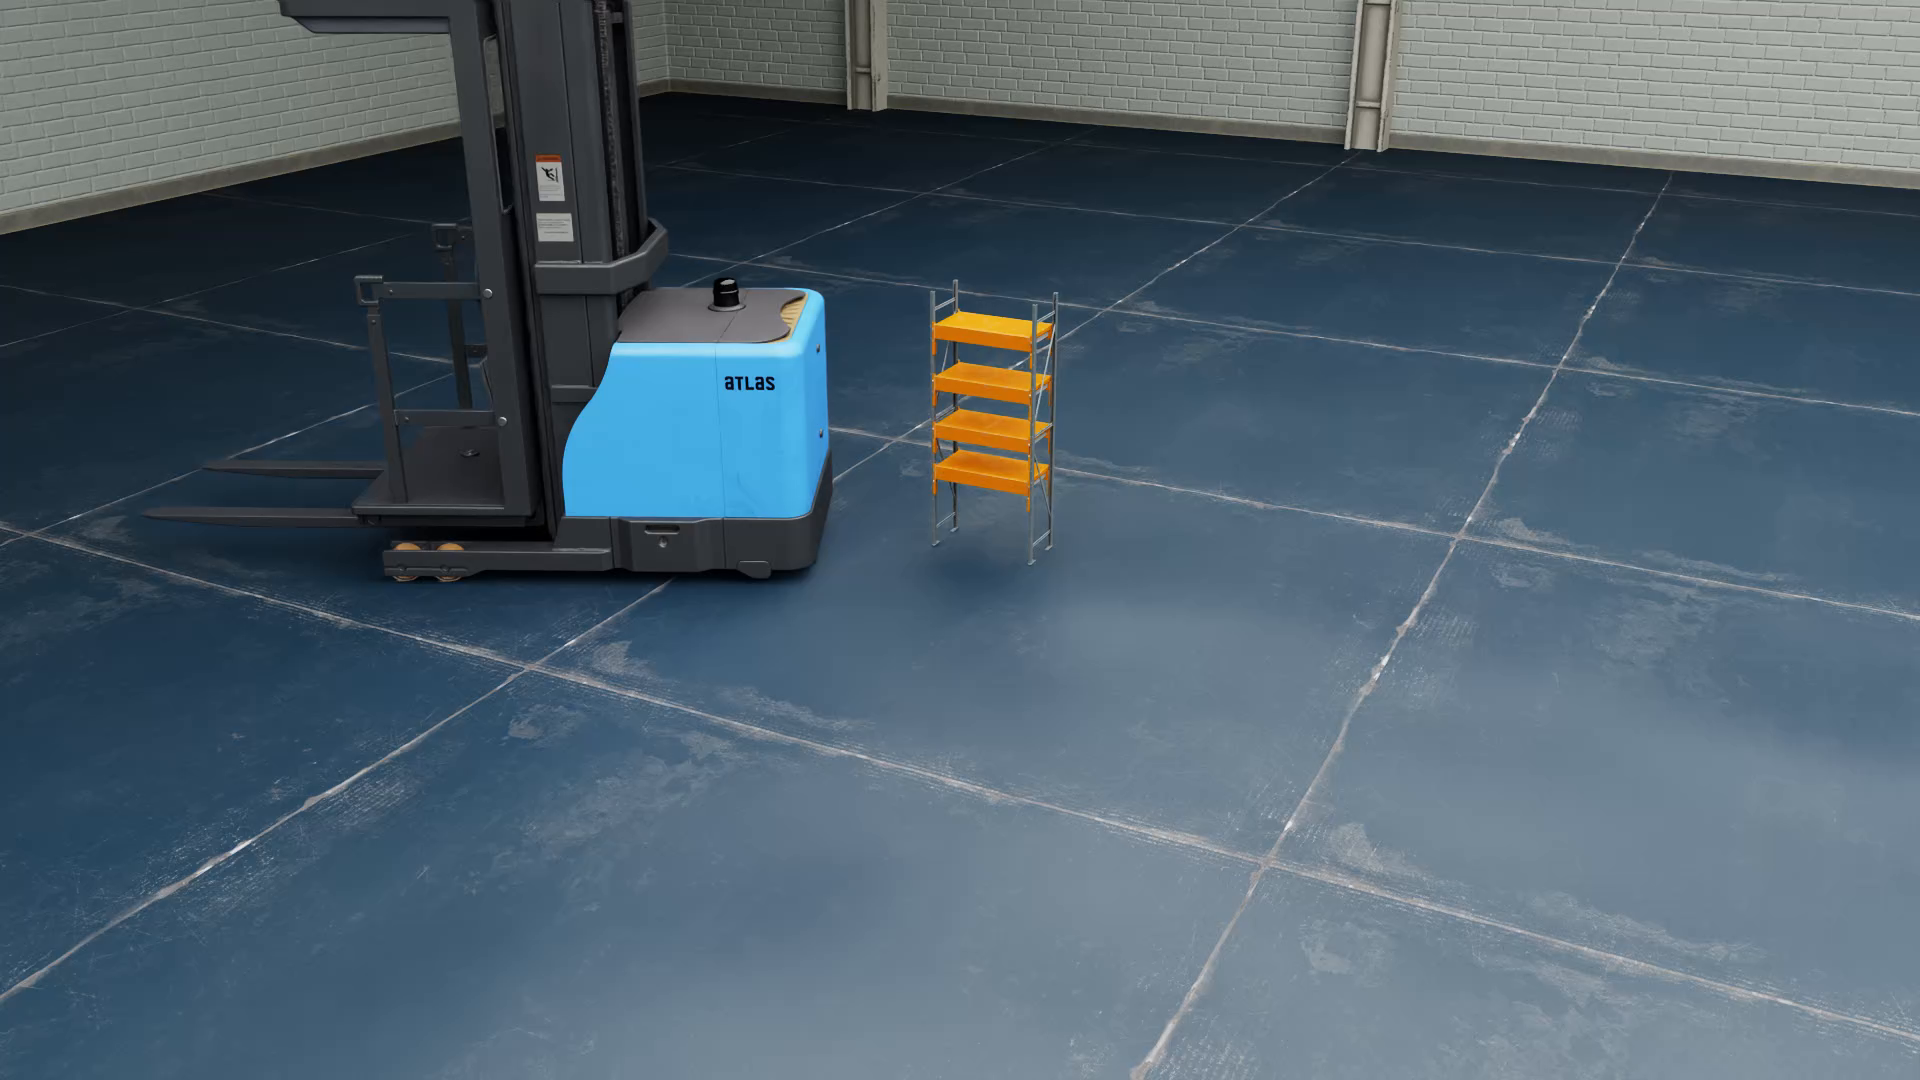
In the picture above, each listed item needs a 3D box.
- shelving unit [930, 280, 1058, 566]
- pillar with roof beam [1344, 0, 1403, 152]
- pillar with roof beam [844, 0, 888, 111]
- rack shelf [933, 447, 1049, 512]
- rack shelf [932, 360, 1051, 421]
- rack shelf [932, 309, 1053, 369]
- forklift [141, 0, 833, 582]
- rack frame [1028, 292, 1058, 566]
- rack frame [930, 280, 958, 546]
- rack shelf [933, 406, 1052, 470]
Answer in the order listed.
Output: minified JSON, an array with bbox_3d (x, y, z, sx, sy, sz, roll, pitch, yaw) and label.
[{"bbox_3d":[0.148,-0.523,7.446,0.503,1.200,0.258,11,25,25],"label":"shelving unit"},{"bbox_3d":[2.308,-6.737,12.092,0.400,9.000,9.100,11,25,25],"label":"pillar with roof beam"},{"bbox_3d":[-3.047,-7.796,14.583,0.400,9.000,9.100,11,25,25],"label":"pillar with roof beam"},{"bbox_3d":[0.148,-0.278,7.551,0.480,0.148,0.258,11,25,25],"label":"rack shelf"},{"bbox_3d":[0.148,-0.667,7.385,0.480,0.148,0.258,11,25,25],"label":"rack shelf"},{"bbox_3d":[0.148,-0.885,7.293,0.480,0.148,0.258,11,25,25],"label":"rack shelf"},{"bbox_3d":[-2.146,-1.370,7.226,3.031,2.935,1.130,1,23,1],"label":"forklift"},{"bbox_3d":[0.365,-0.480,7.345,0.015,1.200,0.240,11,25,25],"label":"rack frame"},{"bbox_3d":[-0.070,-0.566,7.548,0.015,1.200,0.240,11,25,25],"label":"rack frame"},{"bbox_3d":[0.148,-0.461,7.473,0.480,0.148,0.258,11,25,25],"label":"rack shelf"}]
